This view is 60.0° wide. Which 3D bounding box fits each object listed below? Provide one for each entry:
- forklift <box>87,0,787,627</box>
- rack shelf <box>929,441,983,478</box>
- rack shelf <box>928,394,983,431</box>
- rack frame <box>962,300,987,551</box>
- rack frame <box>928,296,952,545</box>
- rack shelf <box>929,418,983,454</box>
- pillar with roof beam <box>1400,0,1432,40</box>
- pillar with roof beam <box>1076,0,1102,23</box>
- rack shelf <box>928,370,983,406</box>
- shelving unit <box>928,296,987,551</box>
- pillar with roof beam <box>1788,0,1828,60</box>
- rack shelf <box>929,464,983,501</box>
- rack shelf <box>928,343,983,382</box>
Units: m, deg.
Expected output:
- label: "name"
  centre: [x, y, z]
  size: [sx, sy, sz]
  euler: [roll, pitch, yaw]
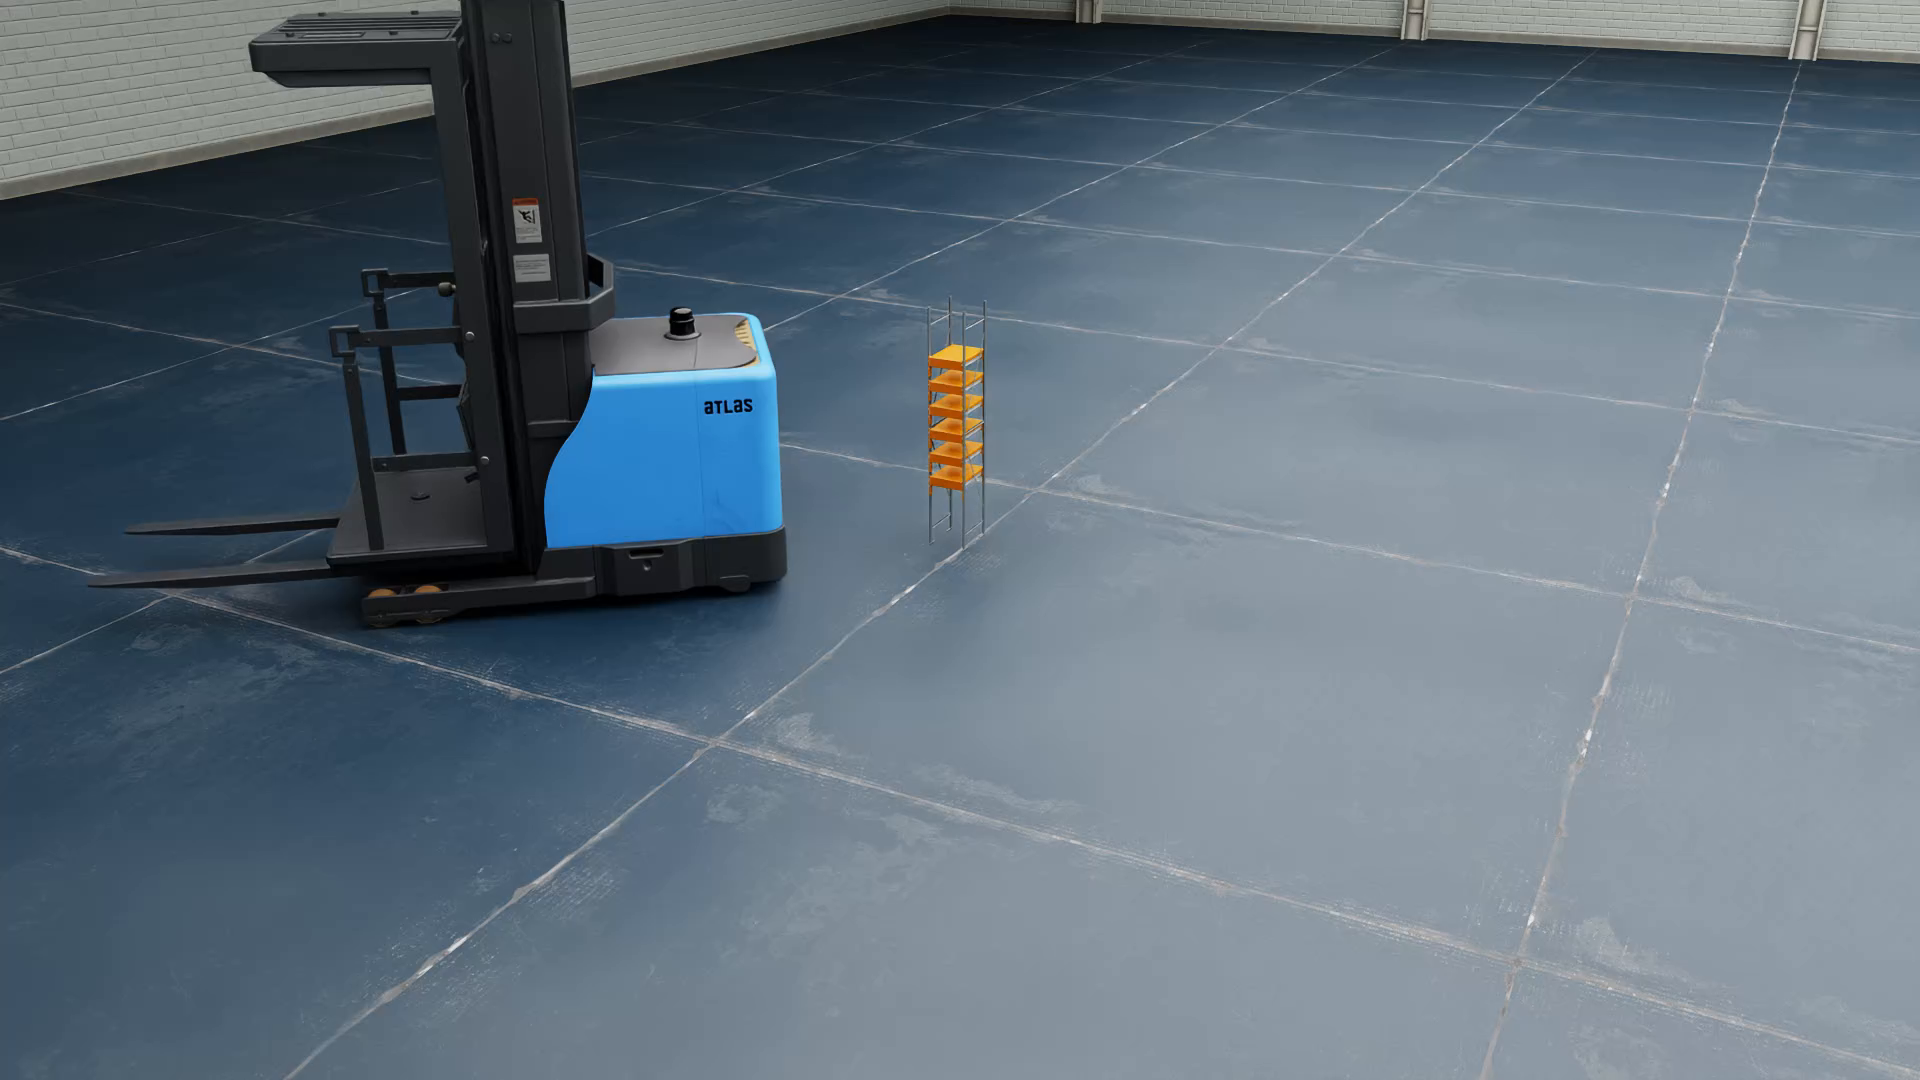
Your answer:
- label: "forklift"
  centre: [-2.370, -1.188, 7.298]
  size: [3.031, 2.935, 1.130]
  euler: [-4, 23, -10]
- label: "rack shelf"
  centre: [-0.013, -0.403, 8.086]
  size: [0.180, 0.103, 0.258]
  euler: [11, 25, 25]
- label: "rack shelf"
  centre: [-0.013, -0.624, 7.992]
  size: [0.180, 0.103, 0.258]
  euler: [11, 25, 25]
- label: "rack frame"
  centre: [0.069, -0.539, 7.983]
  size: [0.006, 1.200, 0.240]
  euler: [11, 25, 25]
- label: "rack frame"
  centre: [-0.095, -0.571, 8.059]
  size: [0.006, 1.200, 0.240]
  euler: [11, 25, 25]
- label: "rack shelf"
  centre: [-0.013, -0.514, 8.039]
  size: [0.180, 0.103, 0.258]
  euler: [11, 25, 25]
- label: "pillar with roof beam"
  centre: [5.797, -11.179, 23.039]
  size: [0.400, 9.000, 9.100]
  euler: [11, 25, 25]
- label: "pillar with roof beam"
  centre: [0.442, -12.239, 25.530]
  size: [0.400, 9.000, 9.100]
  euler: [11, 25, 25]
- label: "rack shelf"
  centre: [-0.013, -0.735, 7.945]
  size: [0.180, 0.103, 0.258]
  euler: [11, 25, 25]
- label: "shelving unit"
  centre: [-0.013, -0.555, 8.021]
  size: [0.189, 1.200, 0.258]
  euler: [11, 25, 25]
- label: "pillar with roof beam"
  centre: [11.151, -10.120, 20.547]
  size: [0.400, 9.000, 9.100]
  euler: [11, 25, 25]
- label: "rack shelf"
  centre: [-0.013, -0.293, 8.133]
  size: [0.180, 0.103, 0.258]
  euler: [11, 25, 25]
- label: "rack shelf"
  centre: [-0.013, -0.845, 7.898]
  size: [0.180, 0.103, 0.258]
  euler: [11, 25, 25]
